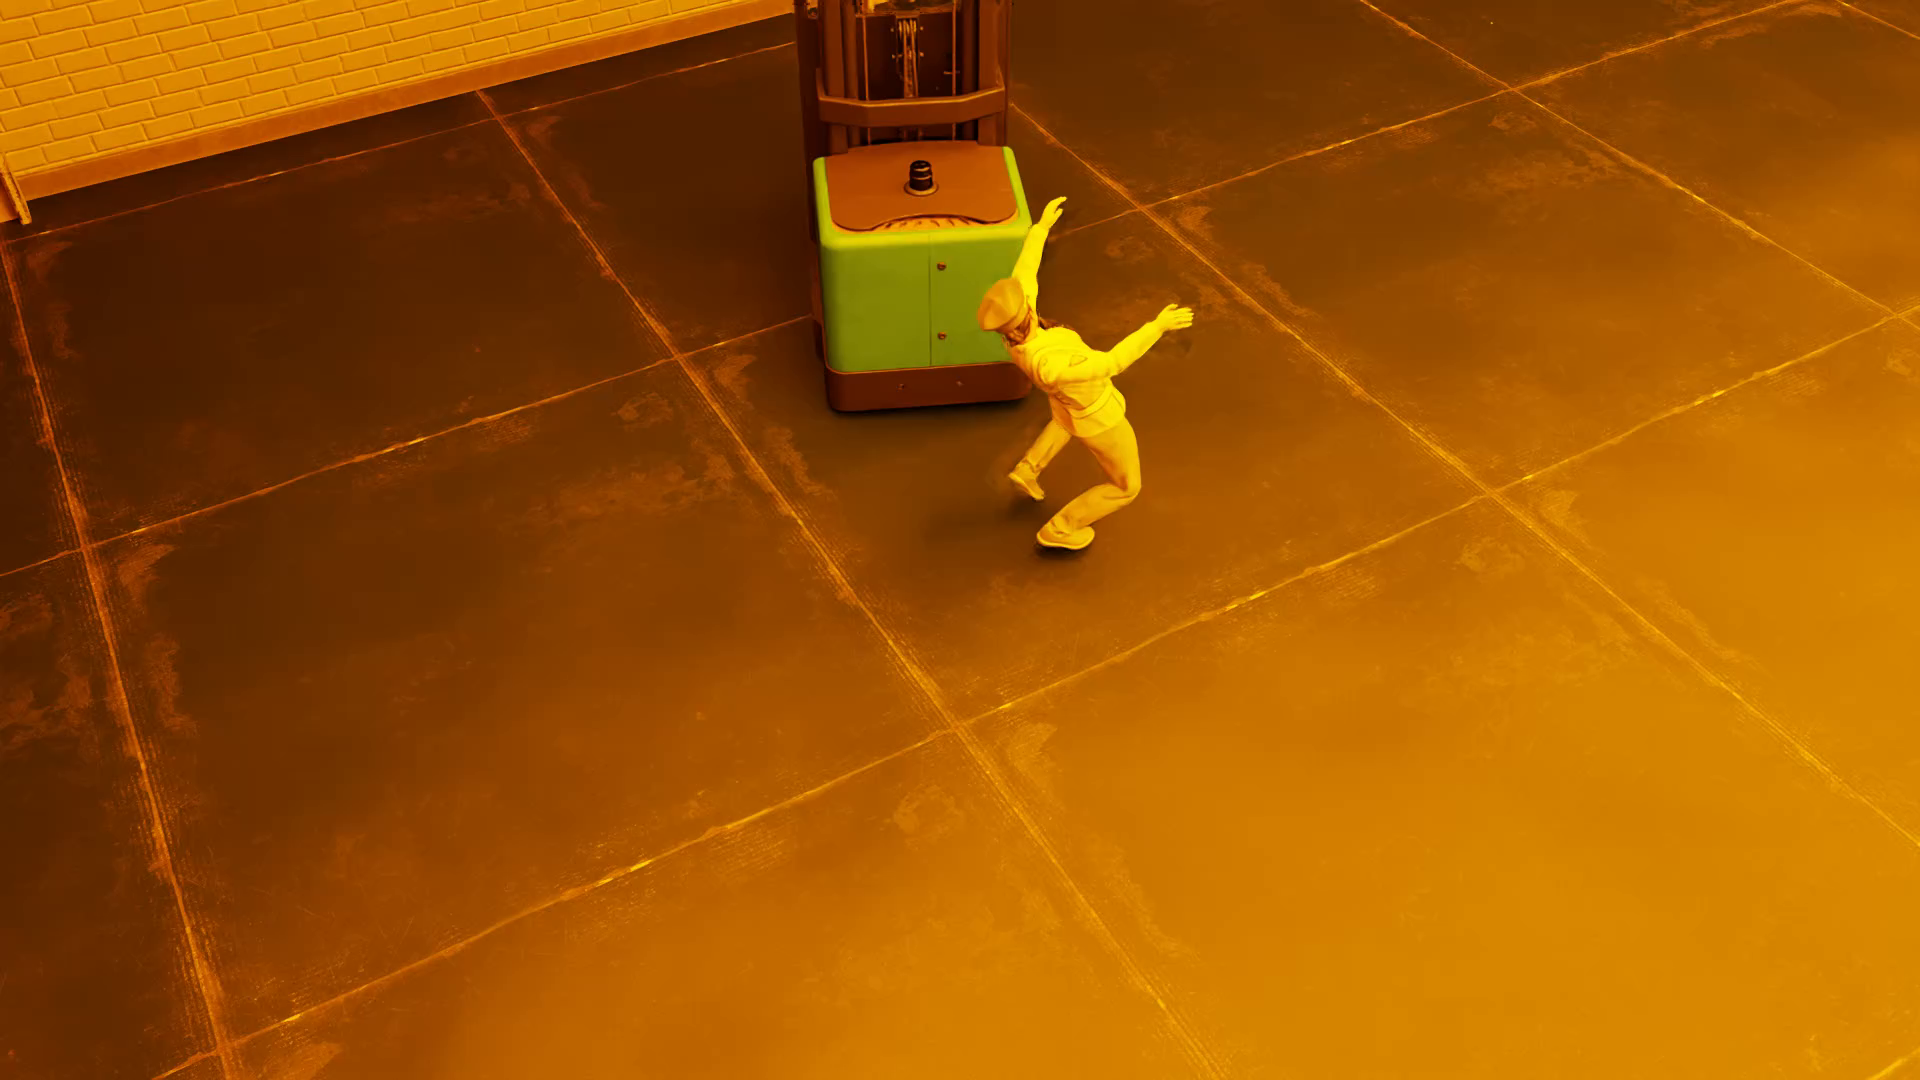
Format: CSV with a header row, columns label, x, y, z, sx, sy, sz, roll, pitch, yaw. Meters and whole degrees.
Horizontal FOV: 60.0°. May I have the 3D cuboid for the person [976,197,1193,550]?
label,x,y,z,sx,sy,sz,roll,pitch,yaw
person,0.456,-0.596,7.339,0.724,1.553,0.907,-21,47,-21

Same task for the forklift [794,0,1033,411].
label,x,y,z,sx,sy,sz,roll,pitch,yaw
forklift,-0.317,-2.731,8.642,1.130,2.935,3.031,-4,43,-5
